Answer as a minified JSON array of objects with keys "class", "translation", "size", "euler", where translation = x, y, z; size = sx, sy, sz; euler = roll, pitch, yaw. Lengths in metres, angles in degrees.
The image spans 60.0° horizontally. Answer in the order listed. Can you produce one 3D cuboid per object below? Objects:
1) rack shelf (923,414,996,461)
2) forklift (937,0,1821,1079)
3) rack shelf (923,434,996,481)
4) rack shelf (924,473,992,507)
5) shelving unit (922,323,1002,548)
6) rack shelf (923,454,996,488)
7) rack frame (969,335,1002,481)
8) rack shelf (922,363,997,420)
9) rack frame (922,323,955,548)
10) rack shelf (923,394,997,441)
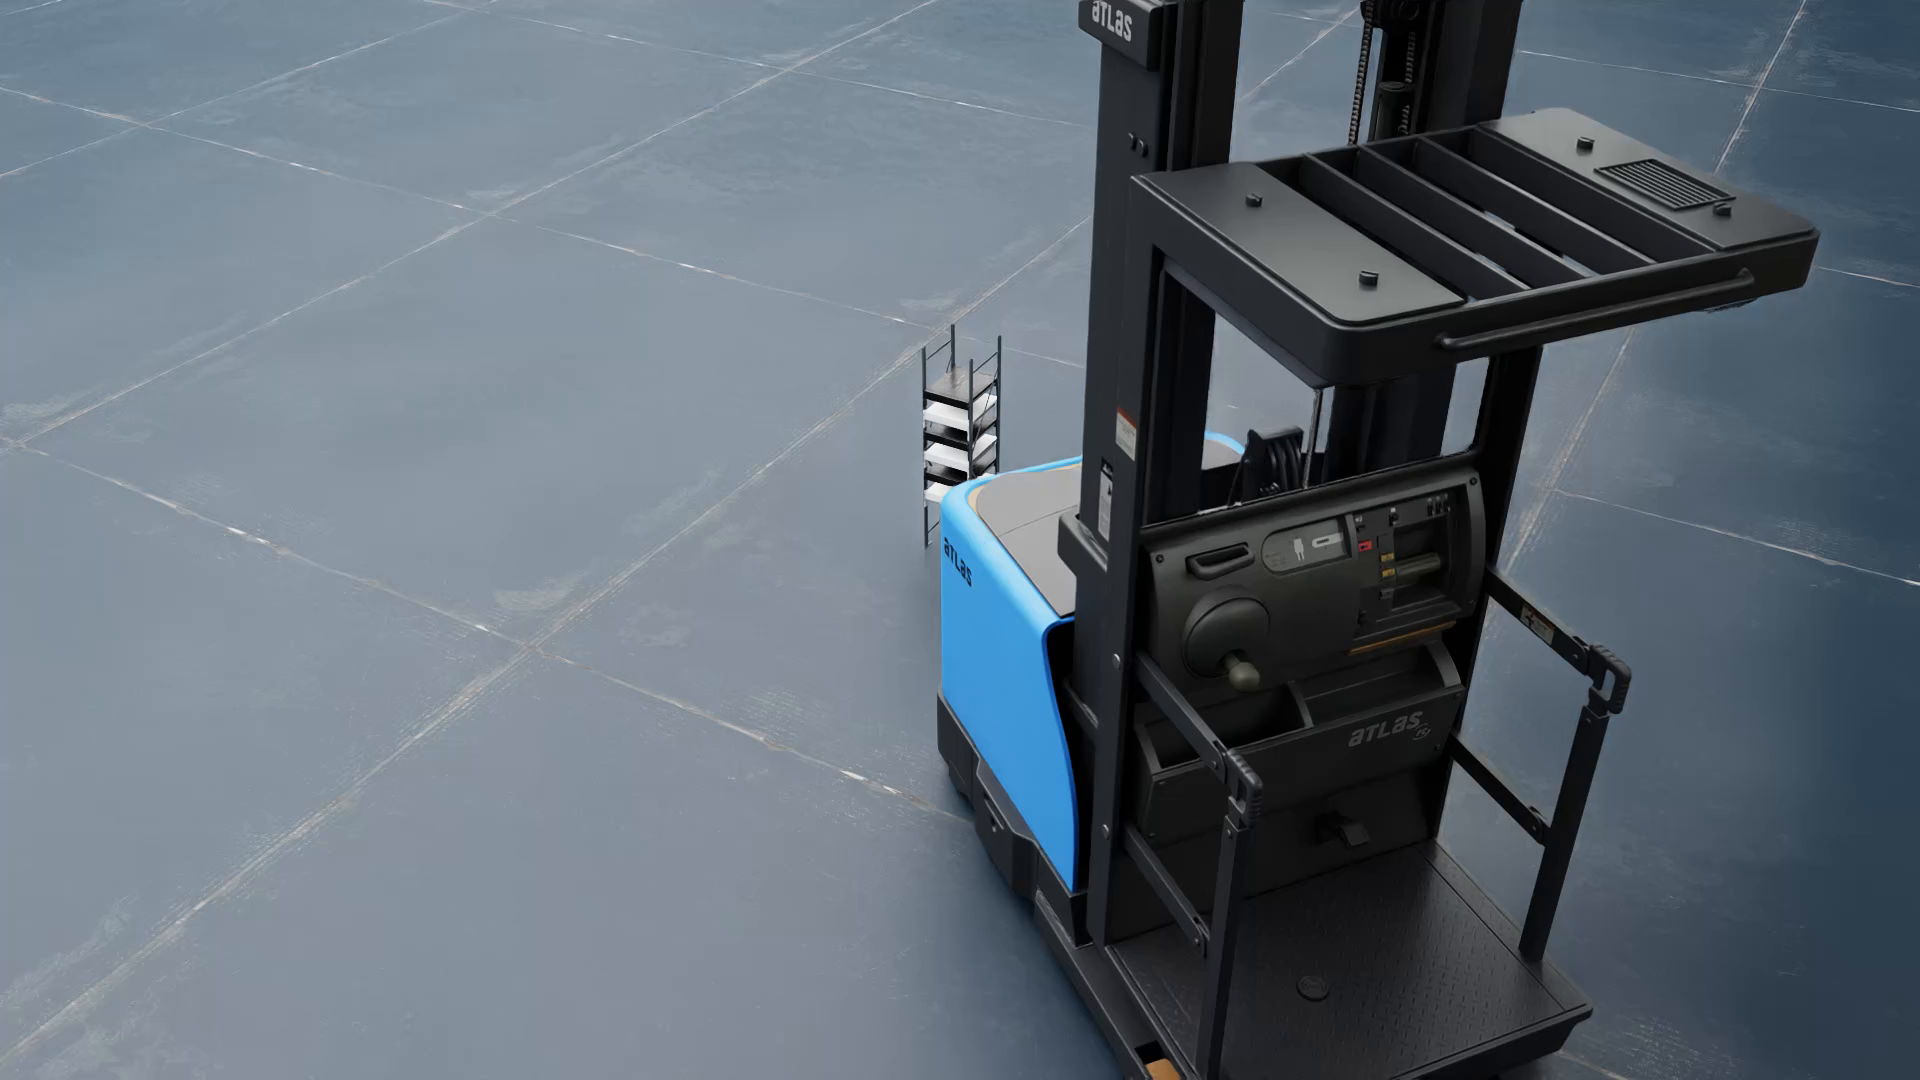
[{"class":"rack shelf","translation":[0.007,-0.419,6.466],"size":[0.200,0.077,0.258],"euler":[18,37,24]},{"class":"forklift","translation":[0.963,0.157,3.870],"size":[1.130,2.935,3.031],"euler":[-13,36,-19]},{"class":"rack shelf","translation":[0.007,-0.345,6.516],"size":[0.200,0.077,0.258],"euler":[18,37,24]},{"class":"rack shelf","translation":[0.007,-0.195,6.615],"size":[0.200,0.077,0.258],"euler":[18,37,24]},{"class":"shelving unit","translation":[0.007,-0.372,6.497],"size":[0.210,0.900,0.258],"euler":[18,37,24]},{"class":"rack shelf","translation":[0.007,-0.270,6.566],"size":[0.200,0.077,0.258],"euler":[18,37,24]},{"class":"rack frame","translation":[0.095,-0.344,6.455],"size":[0.006,0.900,0.240],"euler":[18,37,24]},{"class":"rack shelf","translation":[0.007,-0.569,6.366],"size":[0.200,0.077,0.258],"euler":[18,37,24]},{"class":"rack frame","translation":[-0.081,-0.400,6.539],"size":[0.006,0.900,0.240],"euler":[18,37,24]},{"class":"rack shelf","translation":[0.007,-0.494,6.416],"size":[0.200,0.077,0.258],"euler":[18,37,24]}]
